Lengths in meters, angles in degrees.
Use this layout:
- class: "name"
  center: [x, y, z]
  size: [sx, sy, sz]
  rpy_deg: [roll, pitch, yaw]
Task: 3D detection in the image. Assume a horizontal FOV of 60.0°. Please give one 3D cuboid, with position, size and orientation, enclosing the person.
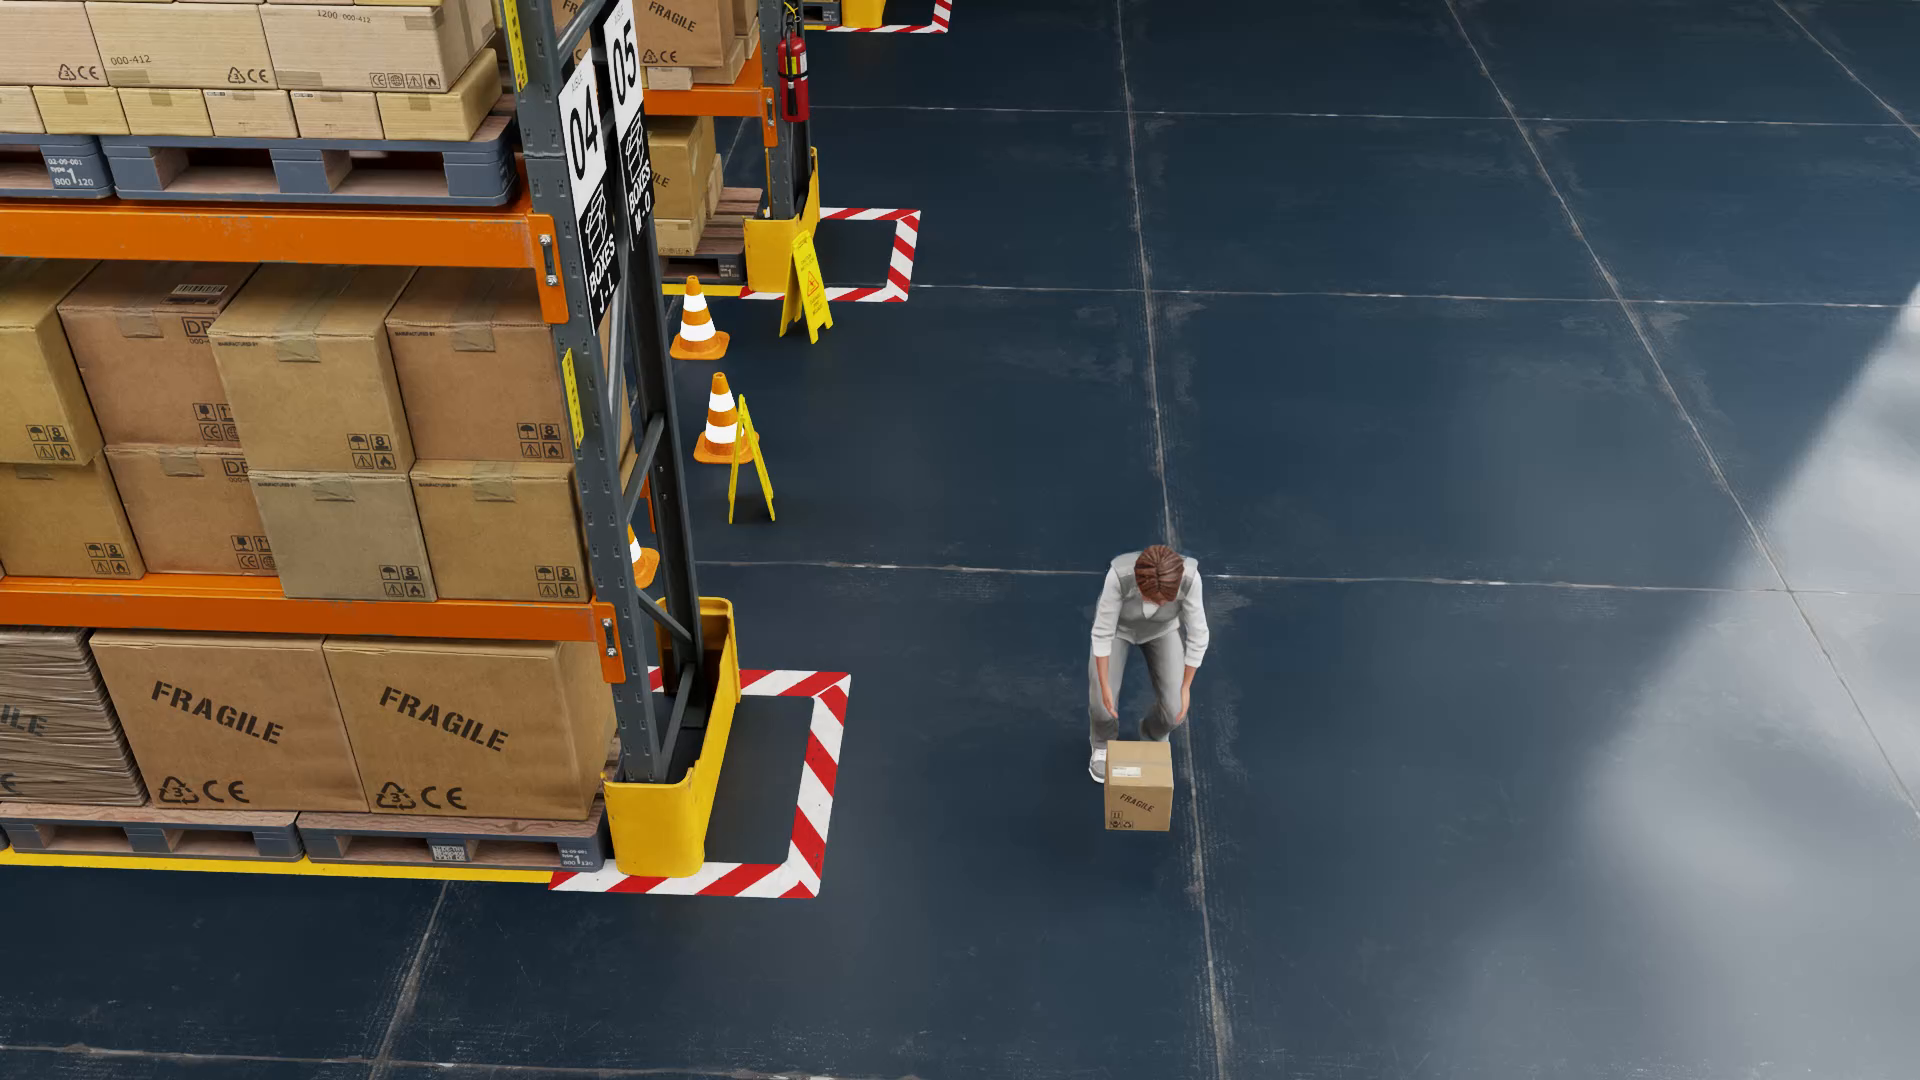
- class: "person"
  center: [0.754, 0.455, 6.736]
  size: [0.462, 1.325, 0.639]
  rpy_deg: [2, 36, 2]
